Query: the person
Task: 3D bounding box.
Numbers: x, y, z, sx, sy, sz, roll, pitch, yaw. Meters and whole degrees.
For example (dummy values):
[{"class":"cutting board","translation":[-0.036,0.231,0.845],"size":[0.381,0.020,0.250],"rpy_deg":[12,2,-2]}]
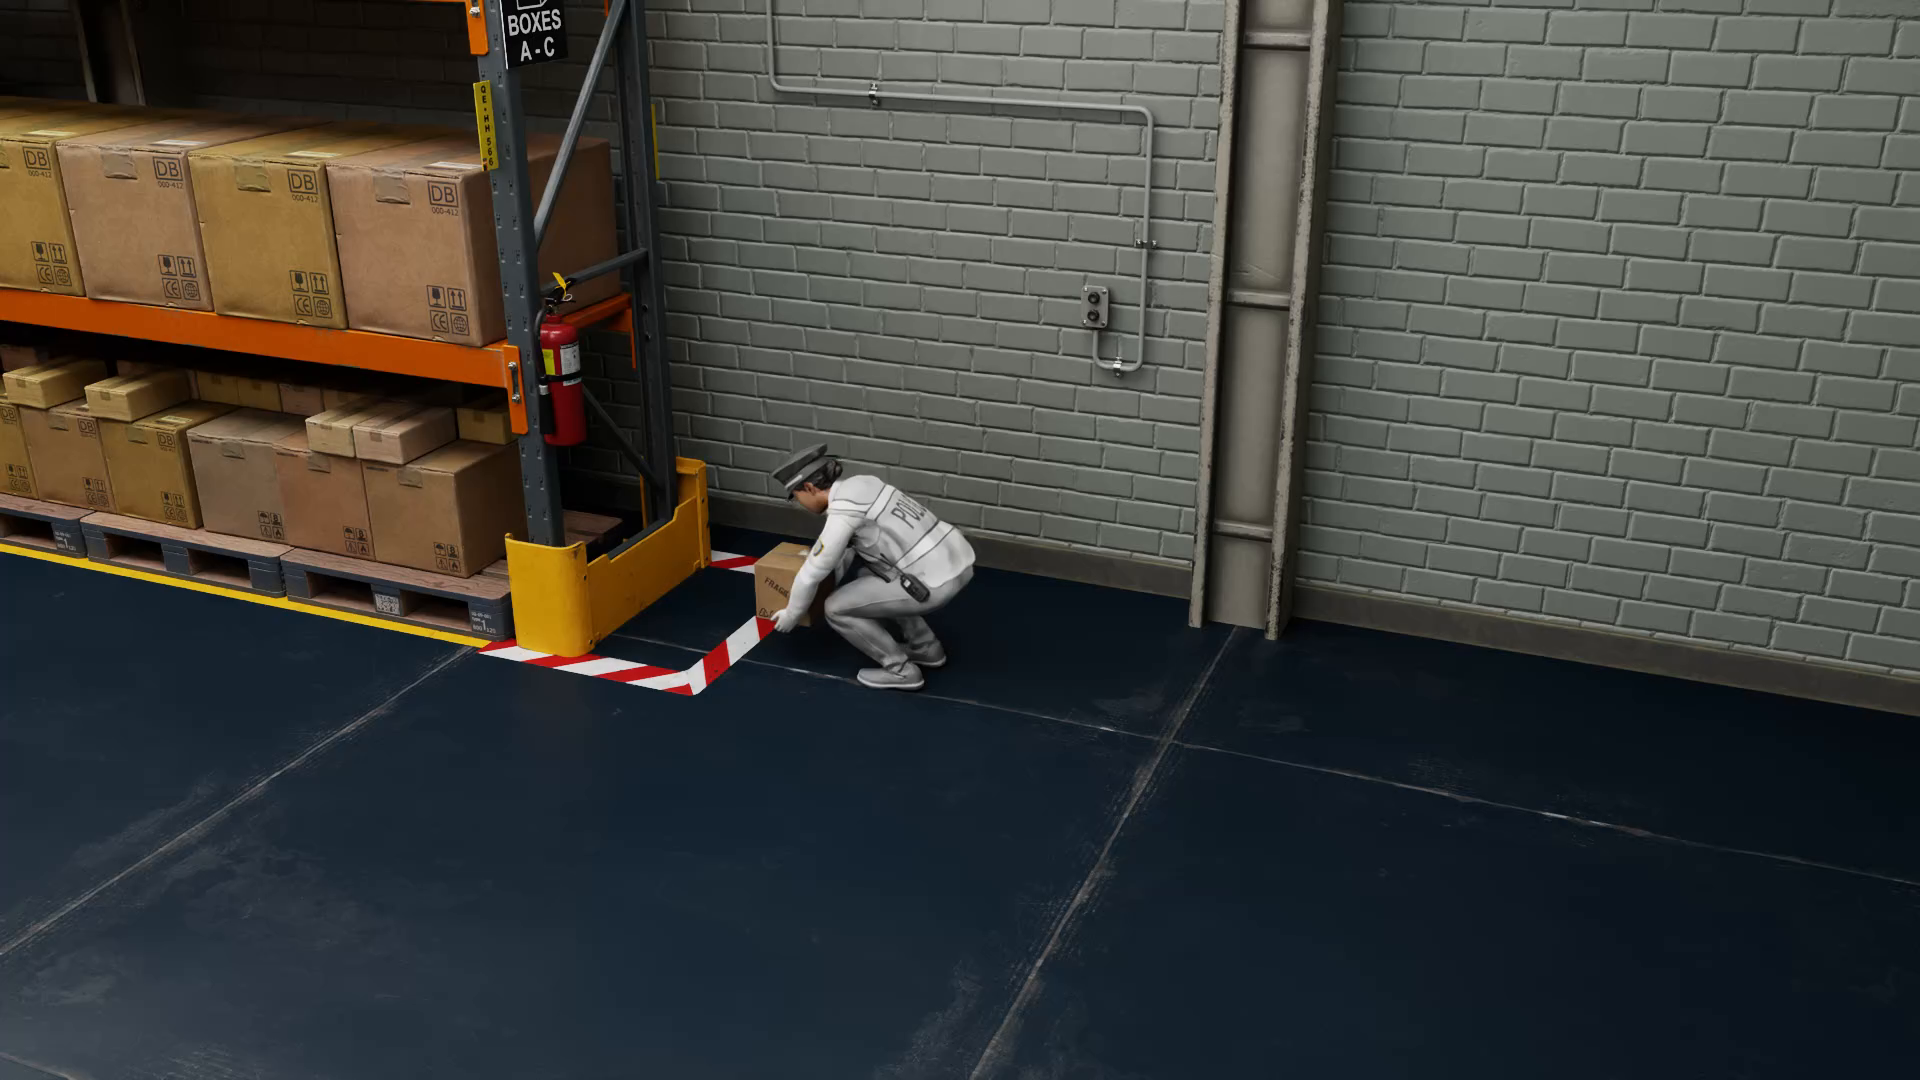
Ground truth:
[{"class":"person","translation":[-0.358,0.095,6.763],"size":[0.822,0.982,0.486],"rpy_deg":[9,24,20]}]
